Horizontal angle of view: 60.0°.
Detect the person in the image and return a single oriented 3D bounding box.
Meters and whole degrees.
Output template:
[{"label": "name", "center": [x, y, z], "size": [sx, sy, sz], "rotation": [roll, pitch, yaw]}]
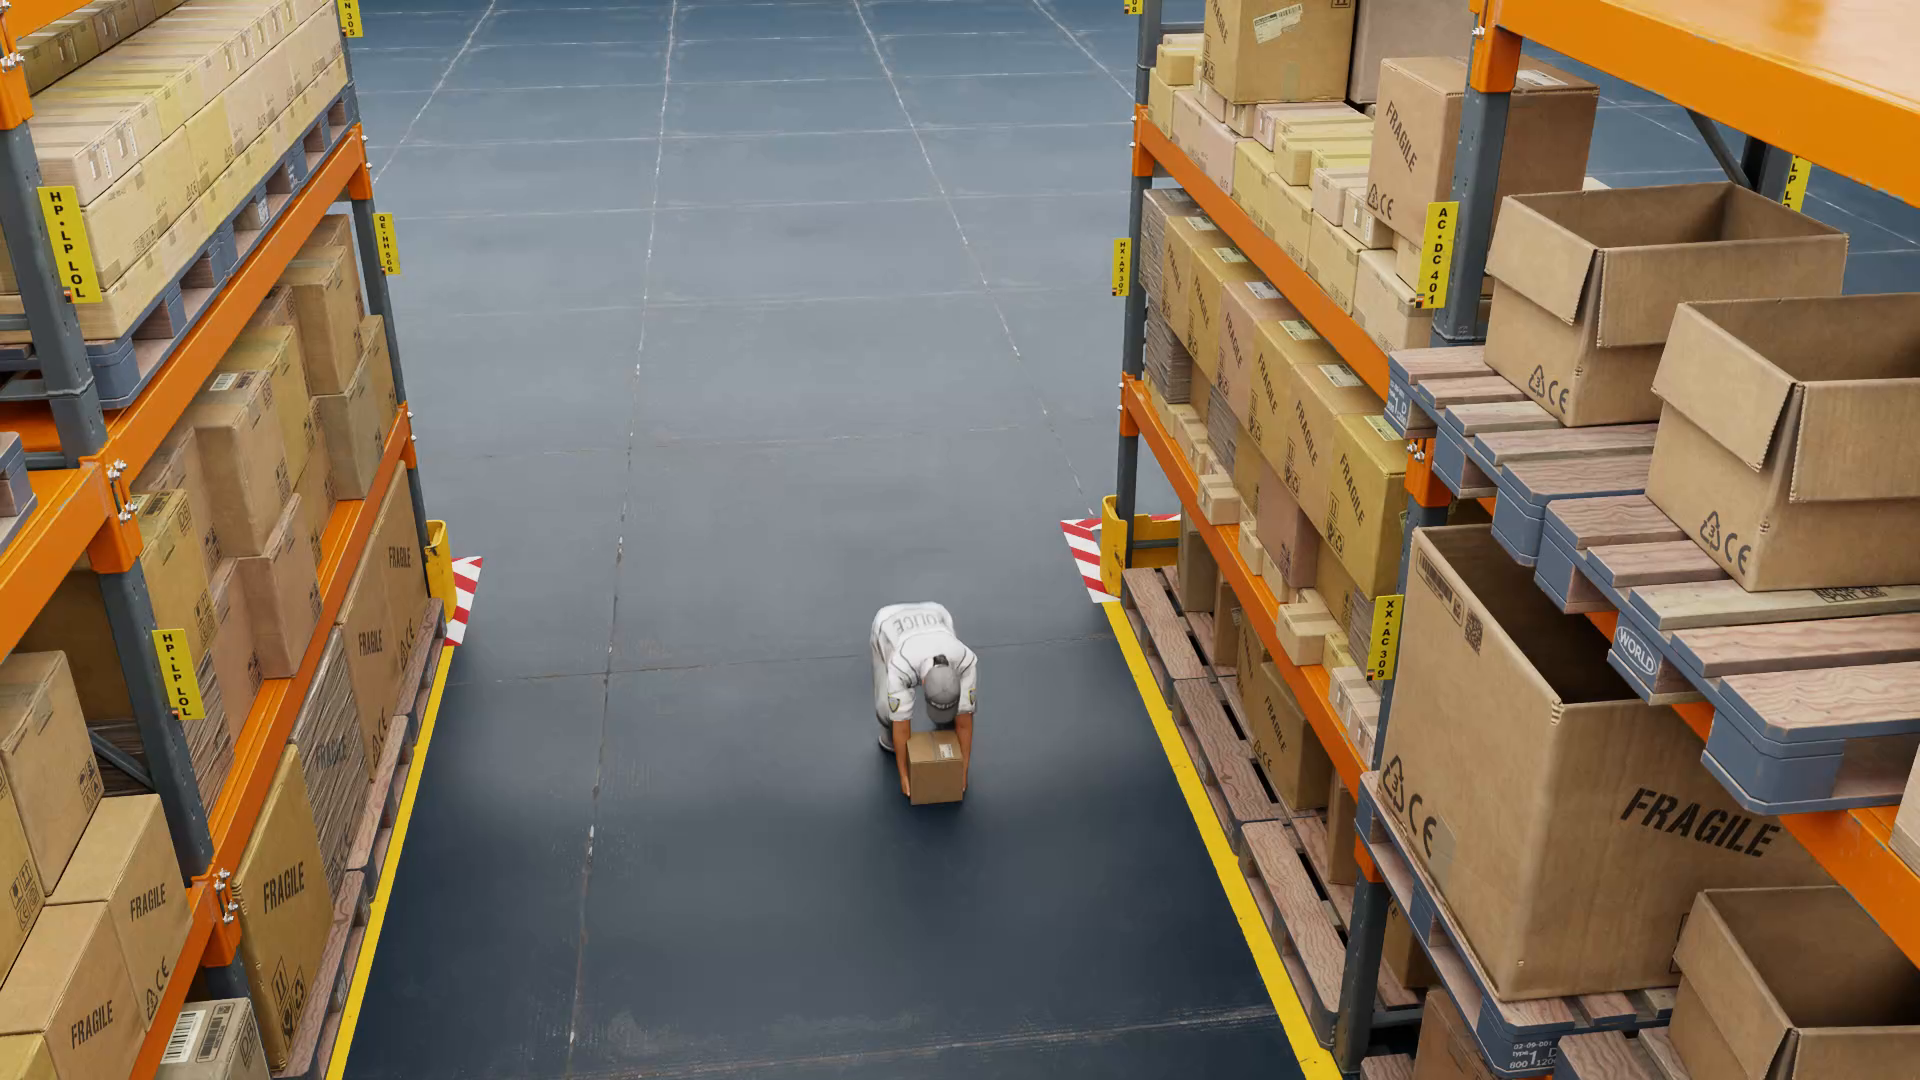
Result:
[{"label": "person", "center": [-0.178, 0.746, 8.203], "size": [0.507, 0.750, 0.931], "rotation": [-4, 28, -8]}]
